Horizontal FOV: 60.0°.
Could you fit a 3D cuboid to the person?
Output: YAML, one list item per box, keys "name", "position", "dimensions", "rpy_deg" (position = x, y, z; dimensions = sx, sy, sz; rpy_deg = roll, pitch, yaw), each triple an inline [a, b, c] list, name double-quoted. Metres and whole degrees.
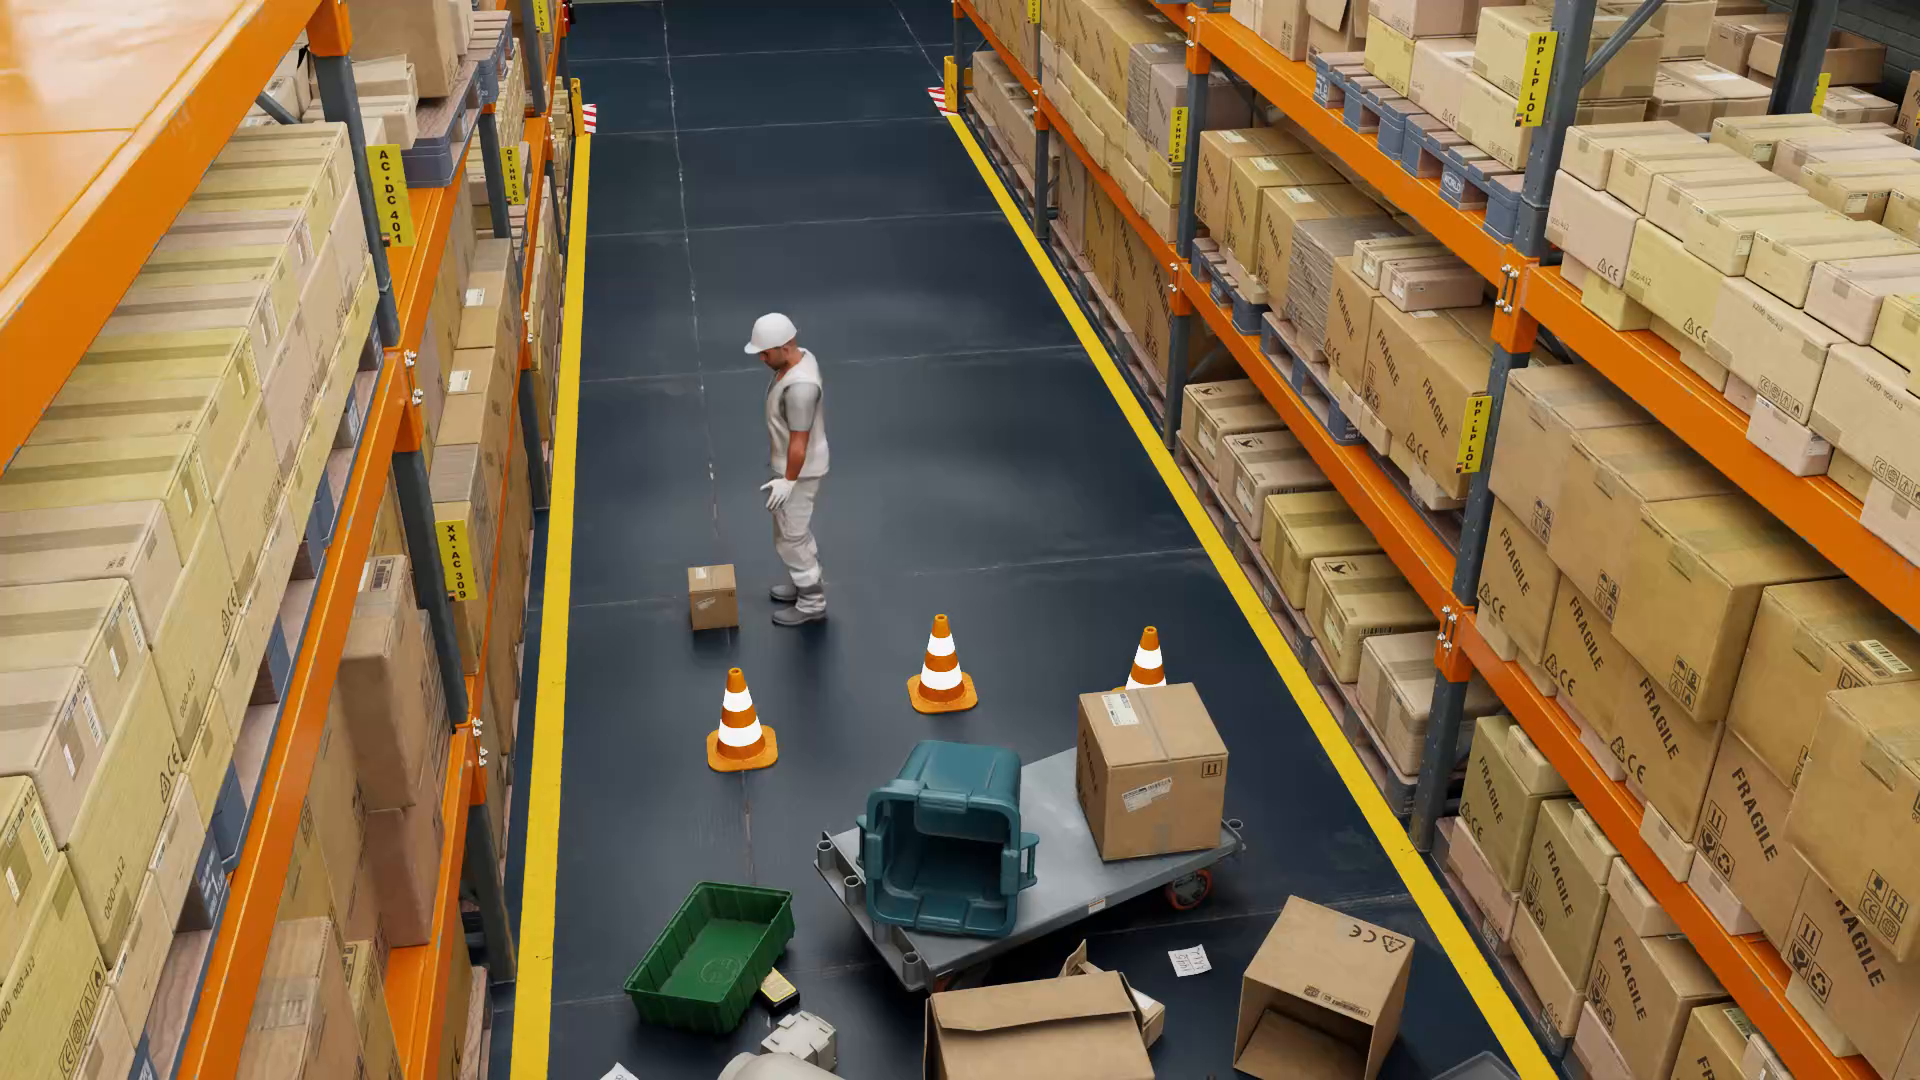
- name: "person"
  position: [-0.889, -0.373, 8.770]
  dimensions: [0.400, 1.763, 0.534]
  rpy_deg: [-5, 31, -8]
